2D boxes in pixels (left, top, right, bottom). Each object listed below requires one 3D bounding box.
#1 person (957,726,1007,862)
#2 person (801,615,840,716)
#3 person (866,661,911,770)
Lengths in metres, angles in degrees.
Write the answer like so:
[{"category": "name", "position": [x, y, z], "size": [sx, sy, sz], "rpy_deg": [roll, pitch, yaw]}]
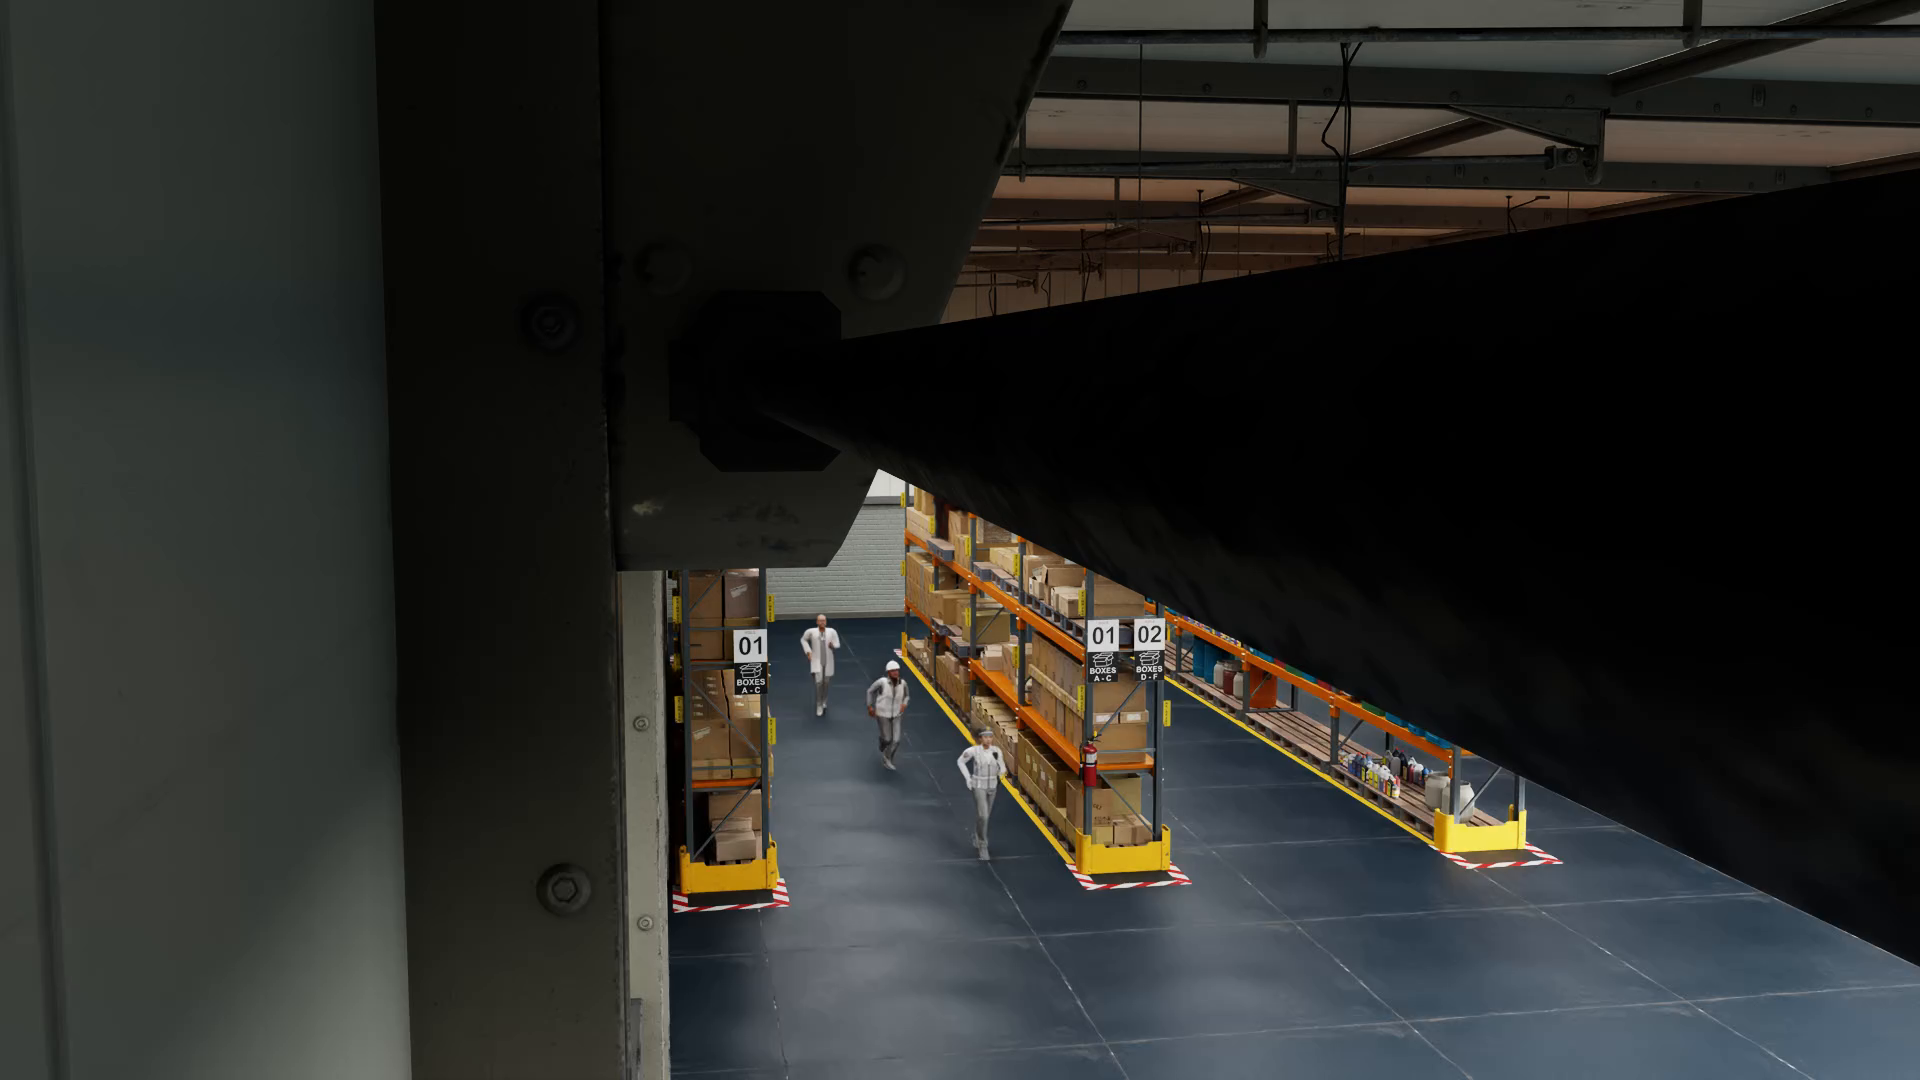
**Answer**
[{"category": "person", "position": [0.313, 3.255, 21.613], "size": [0.595, 1.745, 0.759], "rpy_deg": [-3, 6, -24]}, {"category": "person", "position": [-2.537, 2.285, 30.523], "size": [0.682, 1.841, 0.801], "rpy_deg": [-2, 6, -16]}, {"category": "person", "position": [-1.117, 2.764, 26.329], "size": [0.693, 1.730, 0.682], "rpy_deg": [-2, 6, -19]}]
